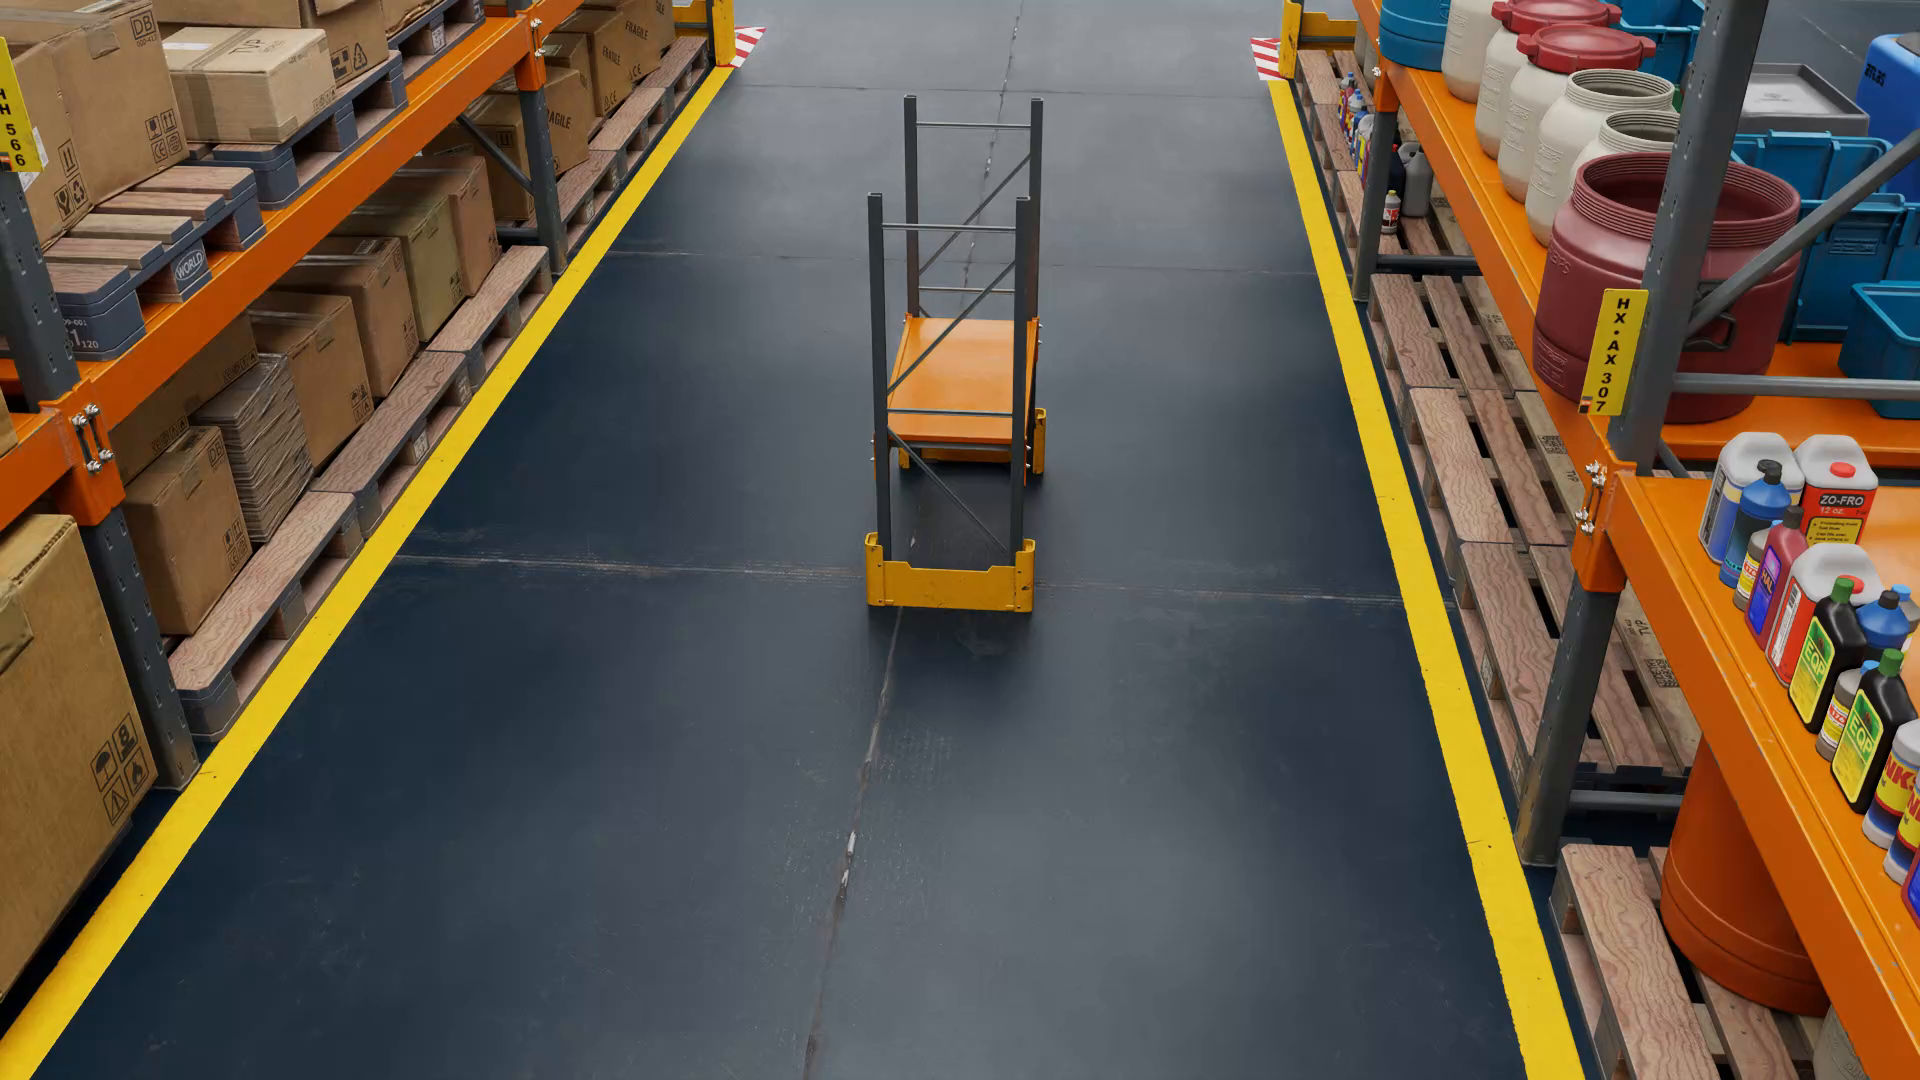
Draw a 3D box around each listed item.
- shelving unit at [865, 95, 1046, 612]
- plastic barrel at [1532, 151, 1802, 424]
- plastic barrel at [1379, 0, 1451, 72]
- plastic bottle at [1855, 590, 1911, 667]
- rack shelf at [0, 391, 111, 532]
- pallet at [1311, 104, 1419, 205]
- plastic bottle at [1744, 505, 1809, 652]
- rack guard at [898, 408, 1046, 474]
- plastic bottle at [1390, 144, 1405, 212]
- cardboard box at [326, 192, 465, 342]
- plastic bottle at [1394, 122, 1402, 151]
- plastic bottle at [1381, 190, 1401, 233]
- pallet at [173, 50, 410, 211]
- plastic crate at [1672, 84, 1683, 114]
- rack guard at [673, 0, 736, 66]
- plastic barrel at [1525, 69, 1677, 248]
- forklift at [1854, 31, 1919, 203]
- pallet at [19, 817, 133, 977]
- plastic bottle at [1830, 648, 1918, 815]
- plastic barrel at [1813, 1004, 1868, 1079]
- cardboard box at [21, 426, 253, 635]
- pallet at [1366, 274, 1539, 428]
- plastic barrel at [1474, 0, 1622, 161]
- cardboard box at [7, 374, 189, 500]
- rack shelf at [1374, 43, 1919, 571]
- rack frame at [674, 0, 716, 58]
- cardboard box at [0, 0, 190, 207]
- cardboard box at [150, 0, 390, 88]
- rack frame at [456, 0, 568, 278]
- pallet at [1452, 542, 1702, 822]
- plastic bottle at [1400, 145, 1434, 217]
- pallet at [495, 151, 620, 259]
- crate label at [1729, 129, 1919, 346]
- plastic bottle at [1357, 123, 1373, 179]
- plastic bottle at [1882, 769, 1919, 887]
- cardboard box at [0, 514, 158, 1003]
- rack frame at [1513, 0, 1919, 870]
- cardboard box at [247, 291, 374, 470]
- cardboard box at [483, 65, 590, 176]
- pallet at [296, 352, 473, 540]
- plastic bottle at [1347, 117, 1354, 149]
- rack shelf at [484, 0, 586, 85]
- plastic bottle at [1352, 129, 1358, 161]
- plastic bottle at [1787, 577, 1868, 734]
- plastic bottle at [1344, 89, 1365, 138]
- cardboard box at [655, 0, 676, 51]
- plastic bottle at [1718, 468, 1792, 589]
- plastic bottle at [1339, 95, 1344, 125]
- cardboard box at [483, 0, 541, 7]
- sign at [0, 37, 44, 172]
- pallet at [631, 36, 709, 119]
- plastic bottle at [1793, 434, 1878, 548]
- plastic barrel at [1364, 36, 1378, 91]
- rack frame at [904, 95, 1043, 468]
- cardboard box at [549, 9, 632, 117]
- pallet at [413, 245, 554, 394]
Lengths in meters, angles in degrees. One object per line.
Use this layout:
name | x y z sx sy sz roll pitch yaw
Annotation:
shelving unit | 0.006 -0.678 5.921 0.587 1.500 1.083 2 32 4
plastic barrel | 1.837 -0.668 4.345 0.600 0.536 0.708 2 32 4
plastic barrel | 2.094 -2.470 6.922 0.600 0.901 0.708 2 32 4
plastic bottle | 1.730 0.217 3.162 0.097 0.271 0.097 0 32 0
rack shelf | -2.998 0.786 2.801 1.077 0.370 4.000 2 32 4
pallet | 2.620 -2.248 9.696 1.003 0.211 1.213 2 32 4
plastic bottle | 1.672 0.078 3.376 0.061 0.283 0.133 2 32 4
rack guard | 0.047 -0.407 6.672 0.587 0.250 0.087 2 32 4
plastic bottle | 2.192 -1.855 8.506 0.144 0.351 0.185 2 32 3
cardboard box | -2.638 -1.212 7.321 0.700 0.500 0.500 2 32 4
plastic bottle | 2.339 -2.104 8.975 0.061 0.283 0.133 2 32 4
plastic bottle | 2.146 -1.645 8.308 0.097 0.201 0.097 0 32 0
pallet | -2.715 -1.521 6.042 1.003 0.211 1.213 2 32 4
plastic crate | 2.567 -1.433 5.918 0.450 0.188 0.662 2 32 4
rack guard | -2.190 -3.645 11.689 1.175 0.500 0.348 2 32 4
plastic barrel | 2.007 -1.169 5.182 0.421 0.512 0.421 0 32 0
forklift | 4.994 -2.088 6.844 1.130 2.935 3.031 1 32 2
pallet | -2.974 1.030 4.377 1.003 0.211 1.213 2 32 4
plastic bottle | 1.631 0.338 2.953 0.061 0.283 0.133 2 32 4
plastic barrel | 2.122 1.082 3.607 0.421 0.512 0.421 0 32 0
cardboard box | -2.800 -0.040 5.420 0.700 0.500 0.500 1 32 1
pallet | 2.402 -0.847 7.423 1.003 0.211 1.213 2 32 4
plastic barrel | 2.071 -1.629 5.905 0.433 0.535 0.433 0 32 0
cardboard box | -2.810 -0.360 5.223 0.500 0.250 0.500 4 32 6
rack shelf | 2.264 -1.094 5.852 1.077 0.370 4.000 2 32 4
rack frame | -2.184 -4.749 11.097 1.000 3.000 0.127 2 32 4
cardboard box | -2.885 -1.368 5.114 0.700 0.500 0.500 7 32 11
cardboard box | -2.558 -1.970 6.089 0.797 0.503 0.637 6 32 9
rack frame | -2.509 -2.658 7.703 1.000 3.000 0.127 2 32 4
pallet | 2.203 0.429 5.352 1.003 0.211 1.213 2 32 4
plastic bottle | 2.336 -1.848 8.496 0.144 0.351 0.185 2 32 4
pallet | -2.490 -1.823 9.007 1.003 0.211 1.213 2 32 4
crate label | 2.452 -0.877 4.781 0.502 0.435 0.616 2 32 4
plastic bottle | 2.234 -2.124 8.943 0.144 0.351 0.185 2 32 4
plastic bottle | 1.632 0.456 2.774 0.097 0.271 0.097 0 32 0
cardboard box | -2.912 0.520 4.172 1.225 0.875 0.875 1 32 2
rack frame | 2.102 -0.354 3.966 1.000 3.000 0.127 2 32 4
cardboard box | -2.729 -0.628 6.373 0.700 0.500 0.500 5 32 8
cardboard box | -2.398 -2.279 9.072 0.500 0.500 0.500 13 34 19
pallet | -2.668 -0.424 6.736 1.003 0.211 1.213 2 32 4
plastic bottle | 2.251 -2.316 9.396 0.097 0.201 0.097 0 32 0
rack shelf | -2.346 -3.397 9.589 1.077 0.370 4.000 2 32 4
plastic bottle | 2.234 -2.208 9.222 0.097 0.201 0.097 0 32 0
plastic bottle | 1.650 0.218 3.149 0.061 0.283 0.133 2 32 4
plastic bottle | 2.267 -2.449 9.547 0.097 0.271 0.097 0 32 0
cardboard box | -2.251 -3.538 11.114 0.500 0.500 0.500 8 33 13
plastic bottle | 1.708 -0.028 3.558 0.097 0.271 0.097 0 32 0
plastic bottle | 2.286 -2.545 9.768 0.097 0.201 0.097 0 32 0
cardboard box | -2.192 -2.650 7.931 0.380 0.149 0.250 2 32 4
sign | -2.281 -1.037 3.970 0.100 0.325 0.005 2 32 4
pallet | -2.291 -3.099 11.077 1.003 0.211 1.213 2 32 4
plastic bottle | 1.896 -0.083 3.643 0.152 0.276 0.135 2 32 4
plastic barrel | 2.735 -3.048 10.307 0.421 0.512 0.421 0 32 0
rack frame | 0.048 -0.949 6.360 0.500 1.500 0.032 2 32 4
cardboard box | -2.335 -2.897 10.075 0.500 0.500 0.500 5 32 9
pallet | -2.571 -1.063 7.774 1.003 0.211 1.213 2 32 4
